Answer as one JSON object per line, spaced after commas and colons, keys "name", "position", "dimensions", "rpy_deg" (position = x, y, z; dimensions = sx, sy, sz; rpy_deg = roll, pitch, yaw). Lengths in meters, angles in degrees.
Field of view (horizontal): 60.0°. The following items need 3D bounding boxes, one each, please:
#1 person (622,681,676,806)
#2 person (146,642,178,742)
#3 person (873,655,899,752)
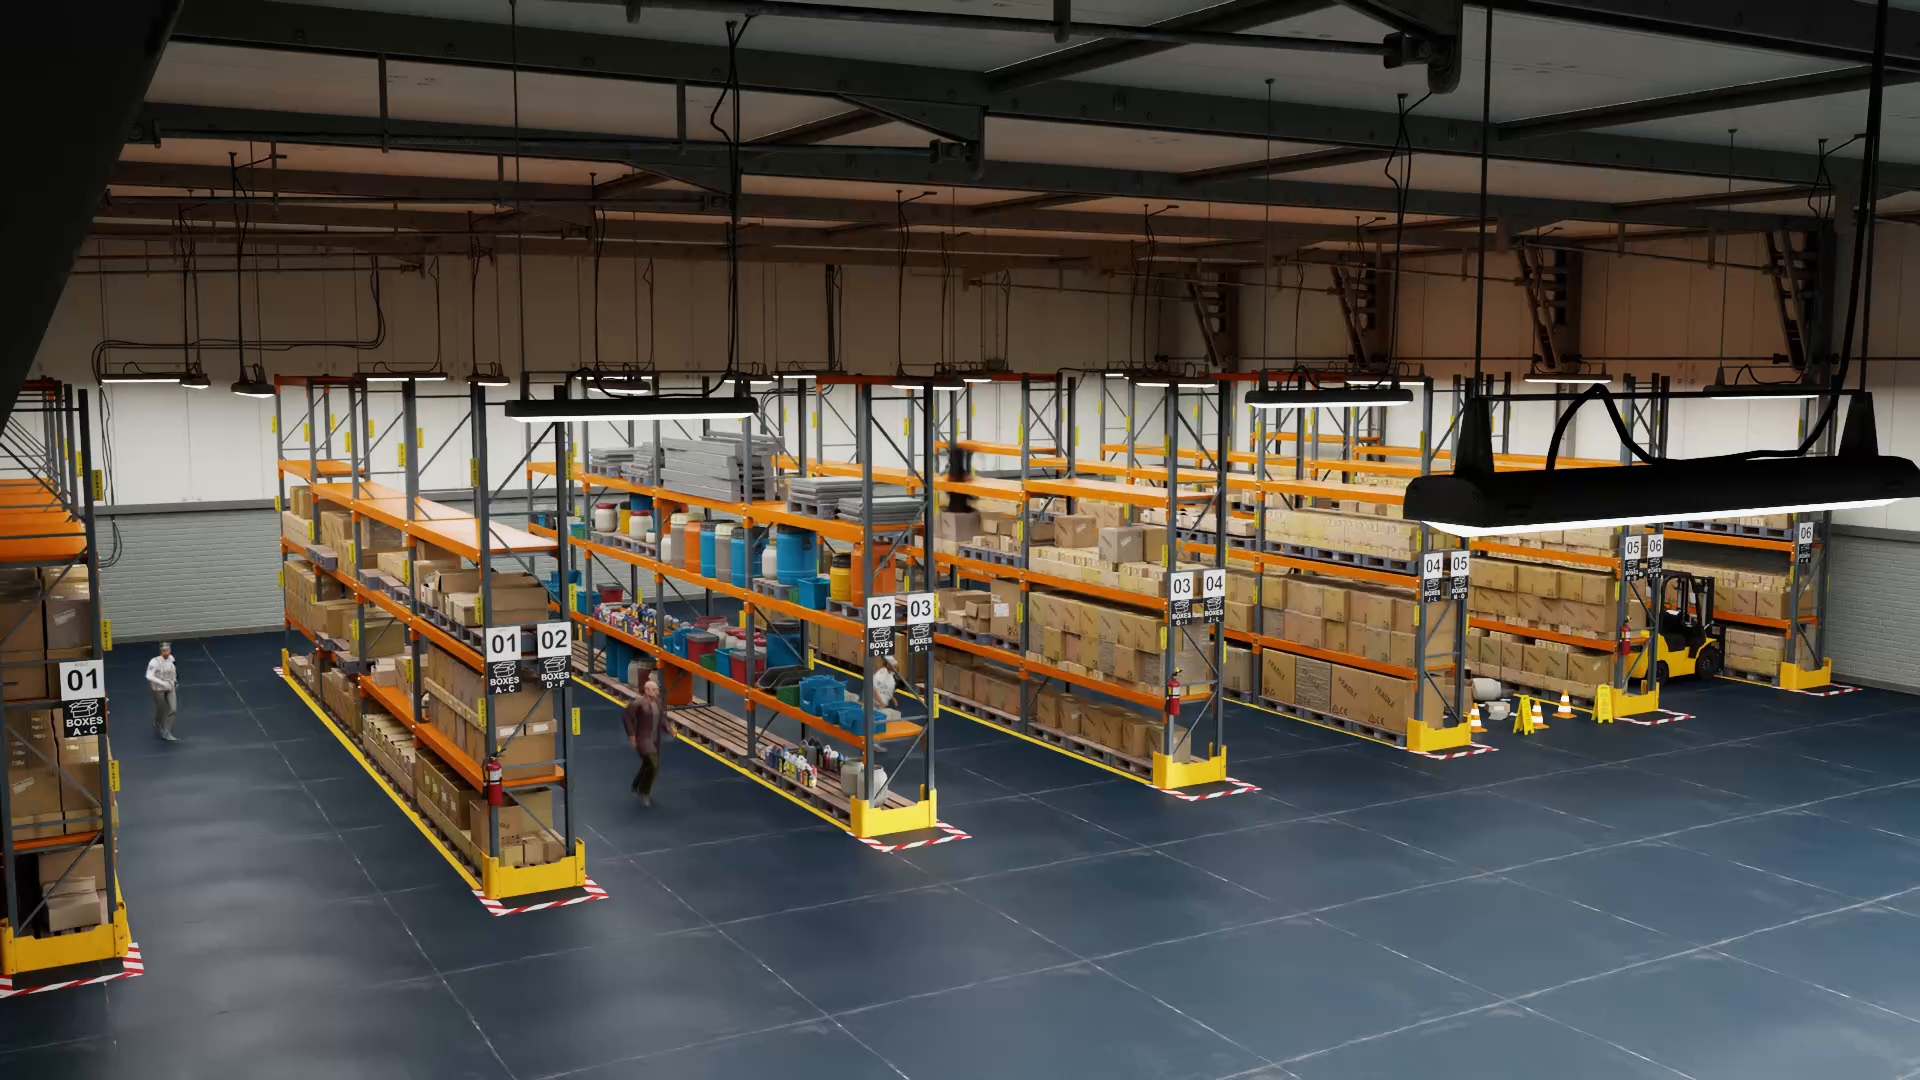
{"name": "person", "position": [-4.444, 2.898, 23.673], "dimensions": [0.864, 1.825, 0.626], "rpy_deg": [4, 7, 33]}
{"name": "person", "position": [-13.290, 2.490, 27.659], "dimensions": [0.789, 1.666, 0.597], "rpy_deg": [5, 8, 39]}
{"name": "person", "position": [-1.330, 2.627, 26.823], "dimensions": [0.807, 1.613, 0.625], "rpy_deg": [2, 7, 17]}
